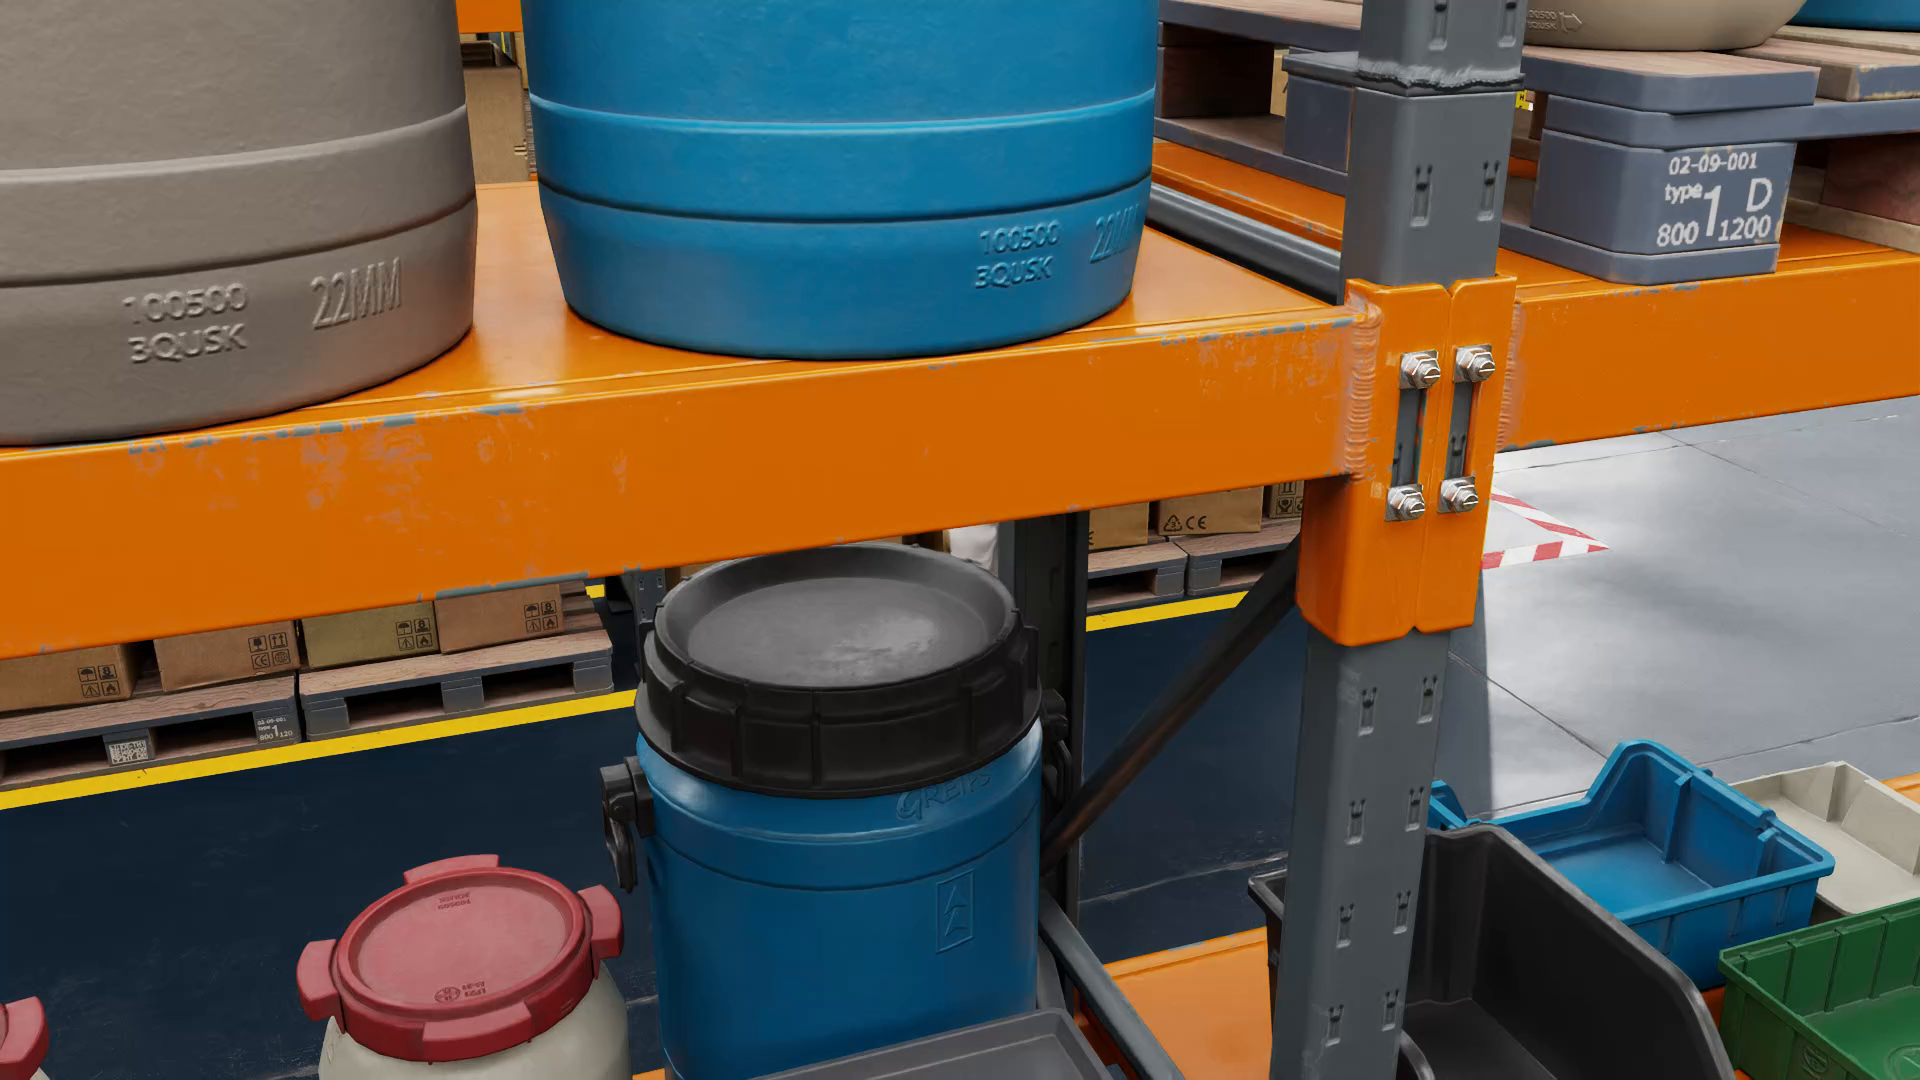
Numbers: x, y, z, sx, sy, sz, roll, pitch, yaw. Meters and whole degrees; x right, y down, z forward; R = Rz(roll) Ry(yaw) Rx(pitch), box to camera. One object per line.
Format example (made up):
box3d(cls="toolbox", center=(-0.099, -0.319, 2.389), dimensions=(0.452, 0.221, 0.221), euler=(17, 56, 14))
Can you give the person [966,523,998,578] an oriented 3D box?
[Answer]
box3d(cls="person", center=(0.128, 0.321, 5.278), dimensions=(0.486, 1.771, 0.747), euler=(9, 24, 22))
